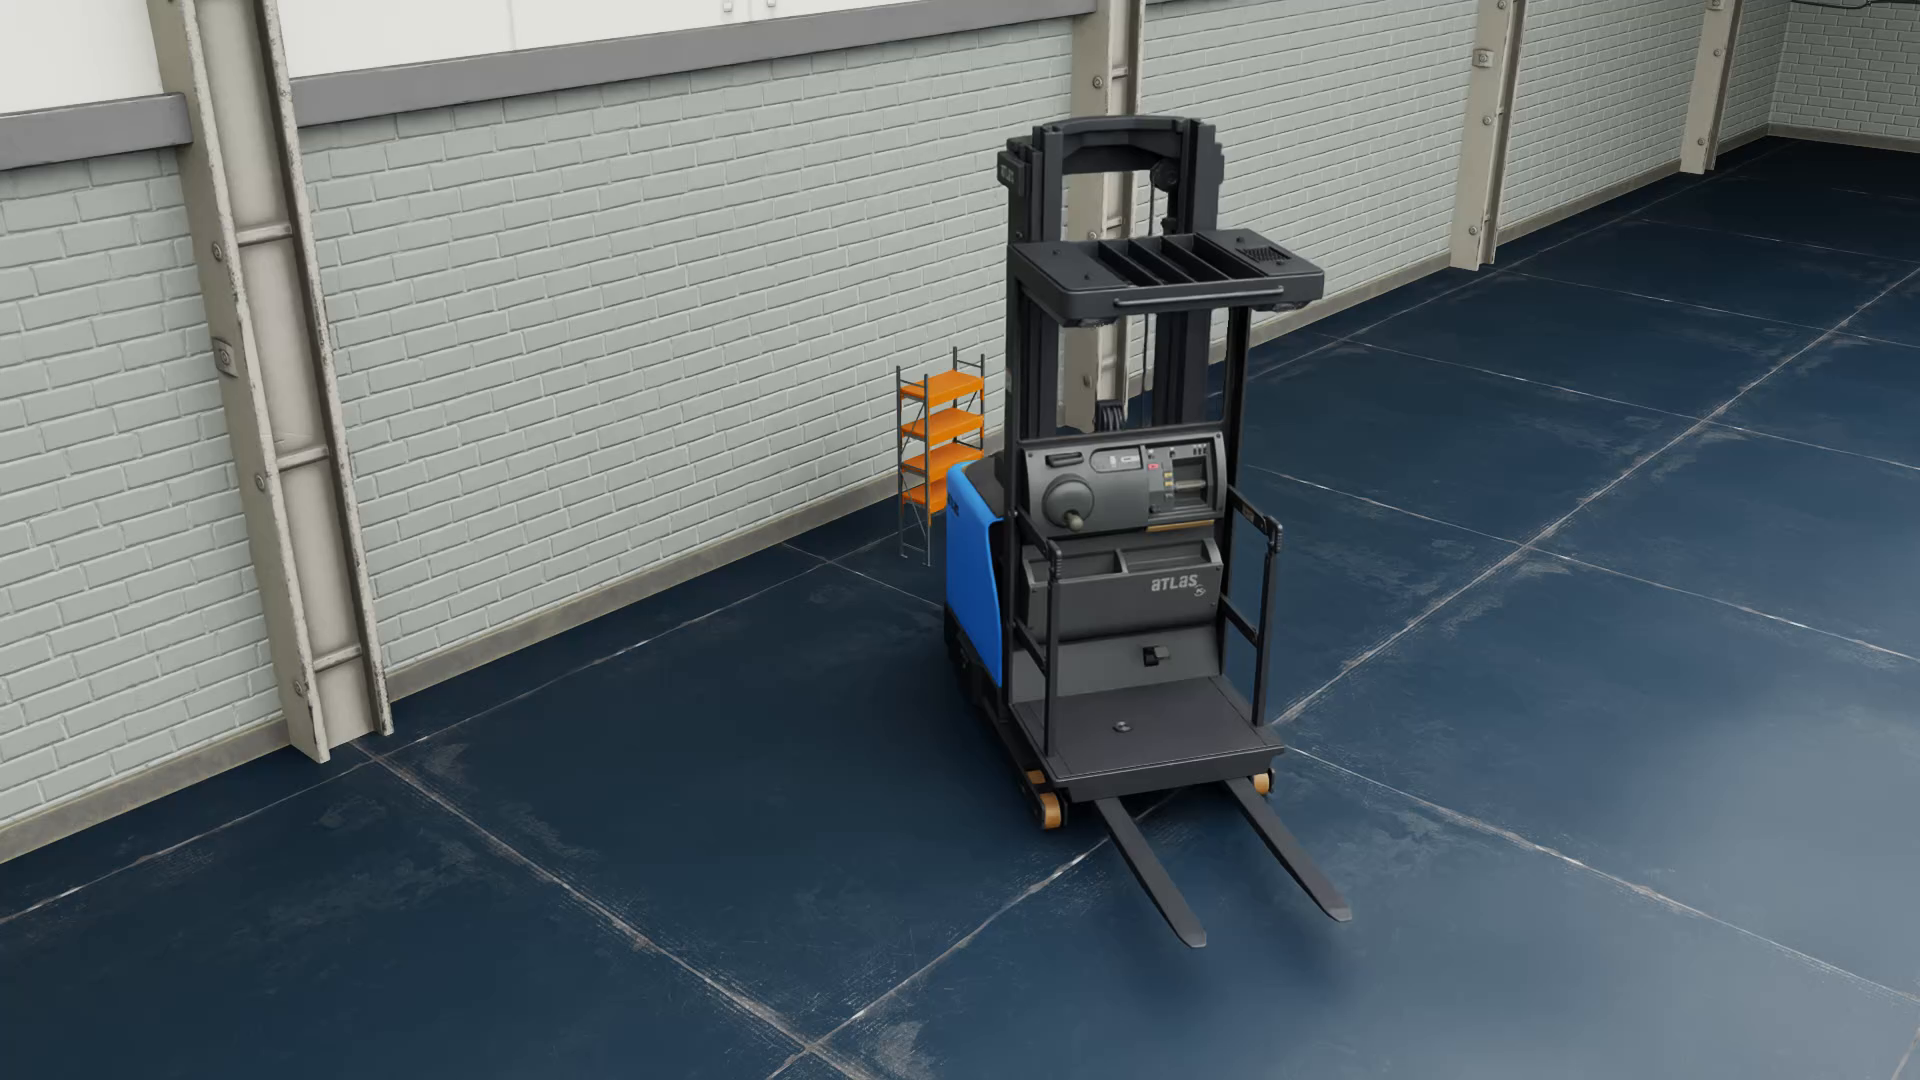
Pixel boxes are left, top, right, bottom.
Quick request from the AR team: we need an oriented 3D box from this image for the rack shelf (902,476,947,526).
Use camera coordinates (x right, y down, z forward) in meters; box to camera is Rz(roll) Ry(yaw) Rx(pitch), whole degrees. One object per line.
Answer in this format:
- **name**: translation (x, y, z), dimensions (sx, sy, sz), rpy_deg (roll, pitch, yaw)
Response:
- **rack shelf**: translation (-0.110, -0.254, 10.001), dimensions (0.258, 0.148, 0.480), rpy_deg (20, 31, 38)

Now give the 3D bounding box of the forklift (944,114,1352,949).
- **forklift**: translation (0.797, -0.229, 7.177), dimensions (1.130, 2.935, 3.031), rpy_deg (-6, 25, -14)

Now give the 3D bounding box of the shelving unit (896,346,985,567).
- **shelving unit**: translation (-0.110, -0.497, 9.892), dimensions (0.258, 1.200, 0.503), rpy_deg (20, 31, 38)

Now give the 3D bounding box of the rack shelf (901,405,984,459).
- **rack shelf**: translation (-0.110, -0.640, 9.828), dimensions (0.258, 0.148, 0.480), rpy_deg (20, 31, 38)

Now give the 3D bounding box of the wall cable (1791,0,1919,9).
- **wall cable**: translation (11.947, -7.751, 20.334), dimensions (3.097, 2.526, 0.112), rpy_deg (20, 31, 38)

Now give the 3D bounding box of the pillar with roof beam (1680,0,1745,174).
- **pillar with roof beam**: translation (12.202, -7.456, 15.880), dimensions (9.100, 9.000, 0.400), rpy_deg (20, 31, 38)

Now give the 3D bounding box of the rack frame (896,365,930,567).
- **rack frame**: translation (-0.273, -0.423, 9.726), dimensions (0.240, 1.200, 0.015), rpy_deg (20, 31, 38)

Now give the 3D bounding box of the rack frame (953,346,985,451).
- **rack frame**: translation (0.052, -0.571, 10.058), dimensions (0.240, 1.200, 0.015), rpy_deg (20, 31, 38)

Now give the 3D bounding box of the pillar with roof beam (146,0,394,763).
- **pillar with roof beam**: translation (0.188, -1.972, 3.649), dimensions (9.100, 9.000, 0.400), rpy_deg (20, 31, 38)

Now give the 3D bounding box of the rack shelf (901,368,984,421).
- **rack shelf**: translation (-0.110, -0.856, 9.731), dimensions (0.258, 0.148, 0.480), rpy_deg (20, 31, 38)

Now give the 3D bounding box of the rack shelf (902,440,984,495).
- **rack shelf**: translation (-0.110, -0.436, 9.920), dimensions (0.258, 0.148, 0.480), rpy_deg (20, 31, 38)

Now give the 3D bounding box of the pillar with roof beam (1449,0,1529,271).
- **pillar with roof beam**: translation (8.197, -5.628, 11.803), dimensions (9.100, 9.000, 0.400), rpy_deg (20, 31, 38)

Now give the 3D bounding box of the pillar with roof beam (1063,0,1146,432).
- **pillar with roof beam**: translation (4.193, -3.800, 7.726), dimensions (9.100, 9.000, 0.400), rpy_deg (20, 31, 38)
